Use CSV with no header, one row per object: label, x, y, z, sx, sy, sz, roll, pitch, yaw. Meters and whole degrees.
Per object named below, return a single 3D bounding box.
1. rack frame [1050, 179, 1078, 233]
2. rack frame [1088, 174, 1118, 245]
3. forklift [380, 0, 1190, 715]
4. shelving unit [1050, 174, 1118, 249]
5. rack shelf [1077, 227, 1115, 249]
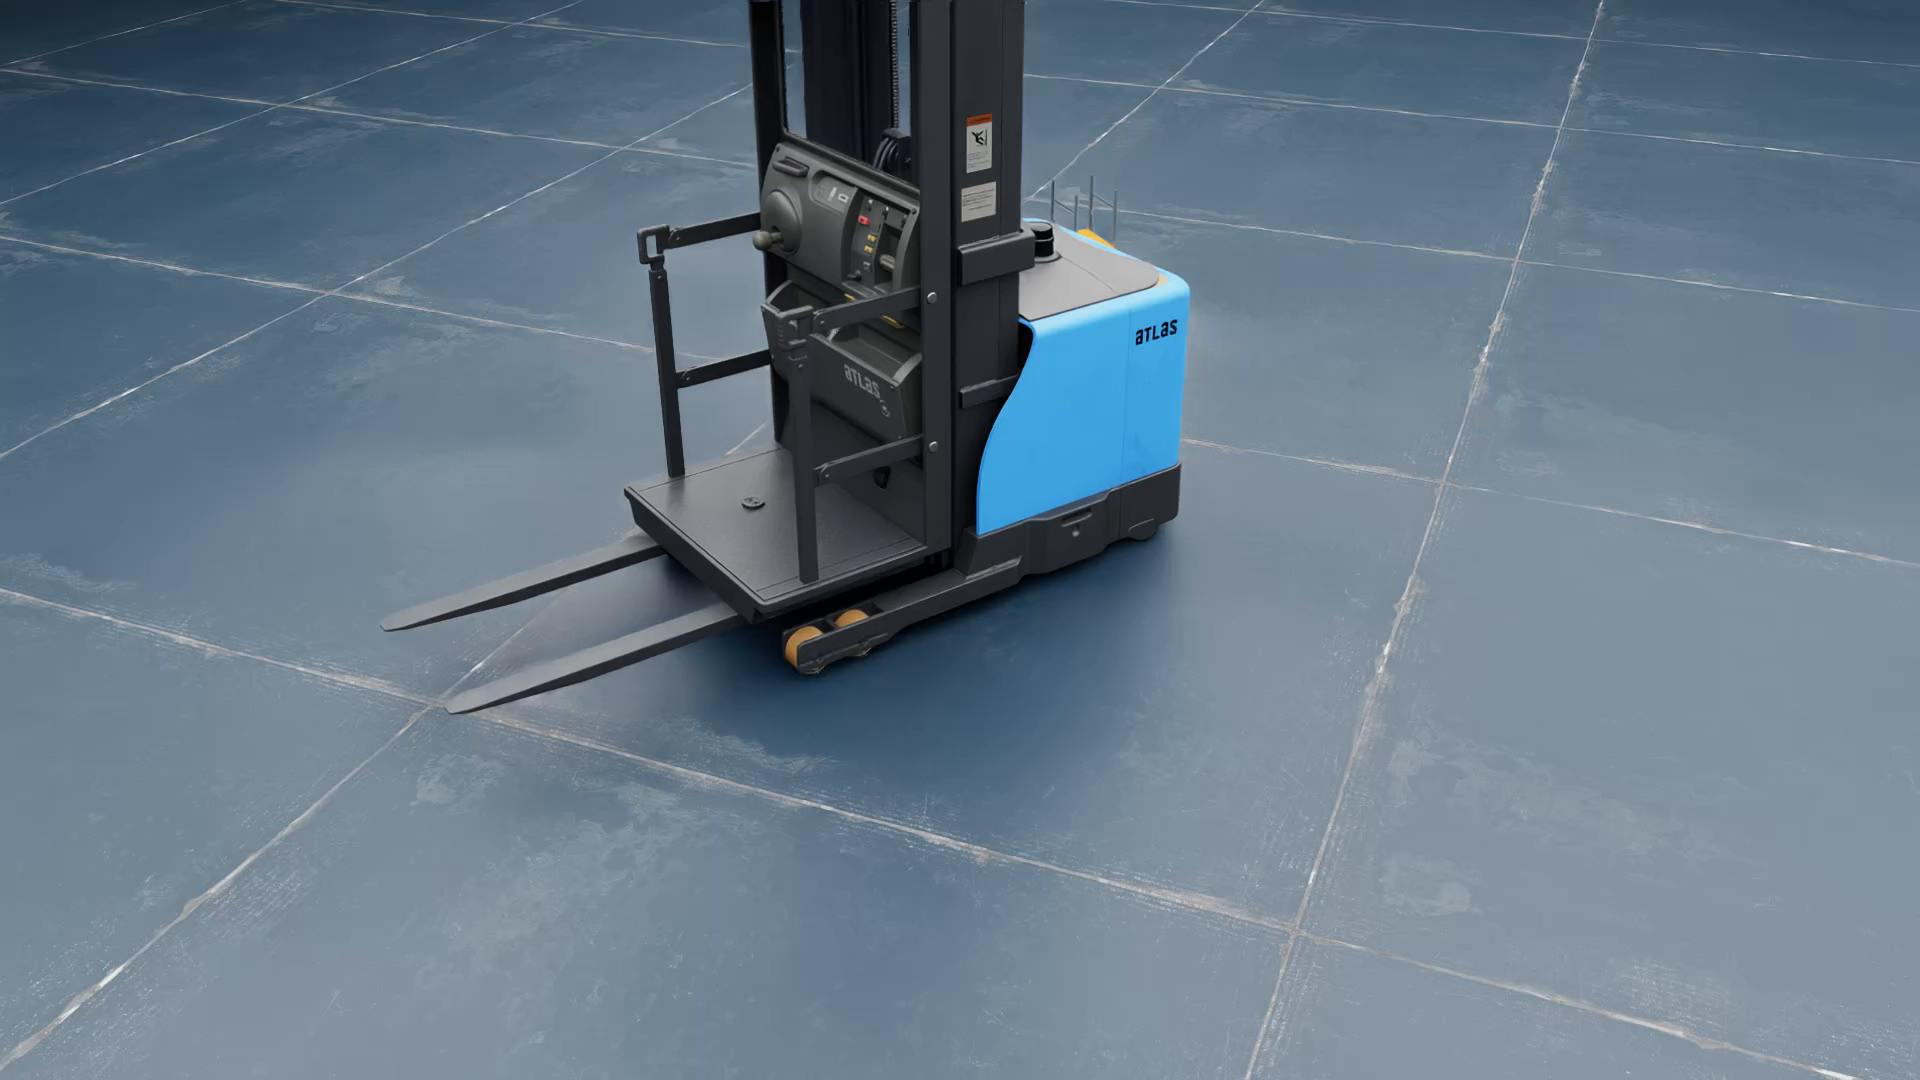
rack frame,0.434,-0.940,7.195,0.006,1.200,0.240,-12,32,-20
rack frame,0.602,-0.976,7.257,0.006,1.200,0.240,-12,32,-20
forklift,-0.598,-1.095,5.708,3.031,2.935,1.130,-20,35,-31
shelving unit,0.518,-0.958,7.226,0.189,1.200,0.258,-12,32,-20
rack shelf,0.518,-1.233,7.071,0.180,0.103,0.258,-12,32,-20
